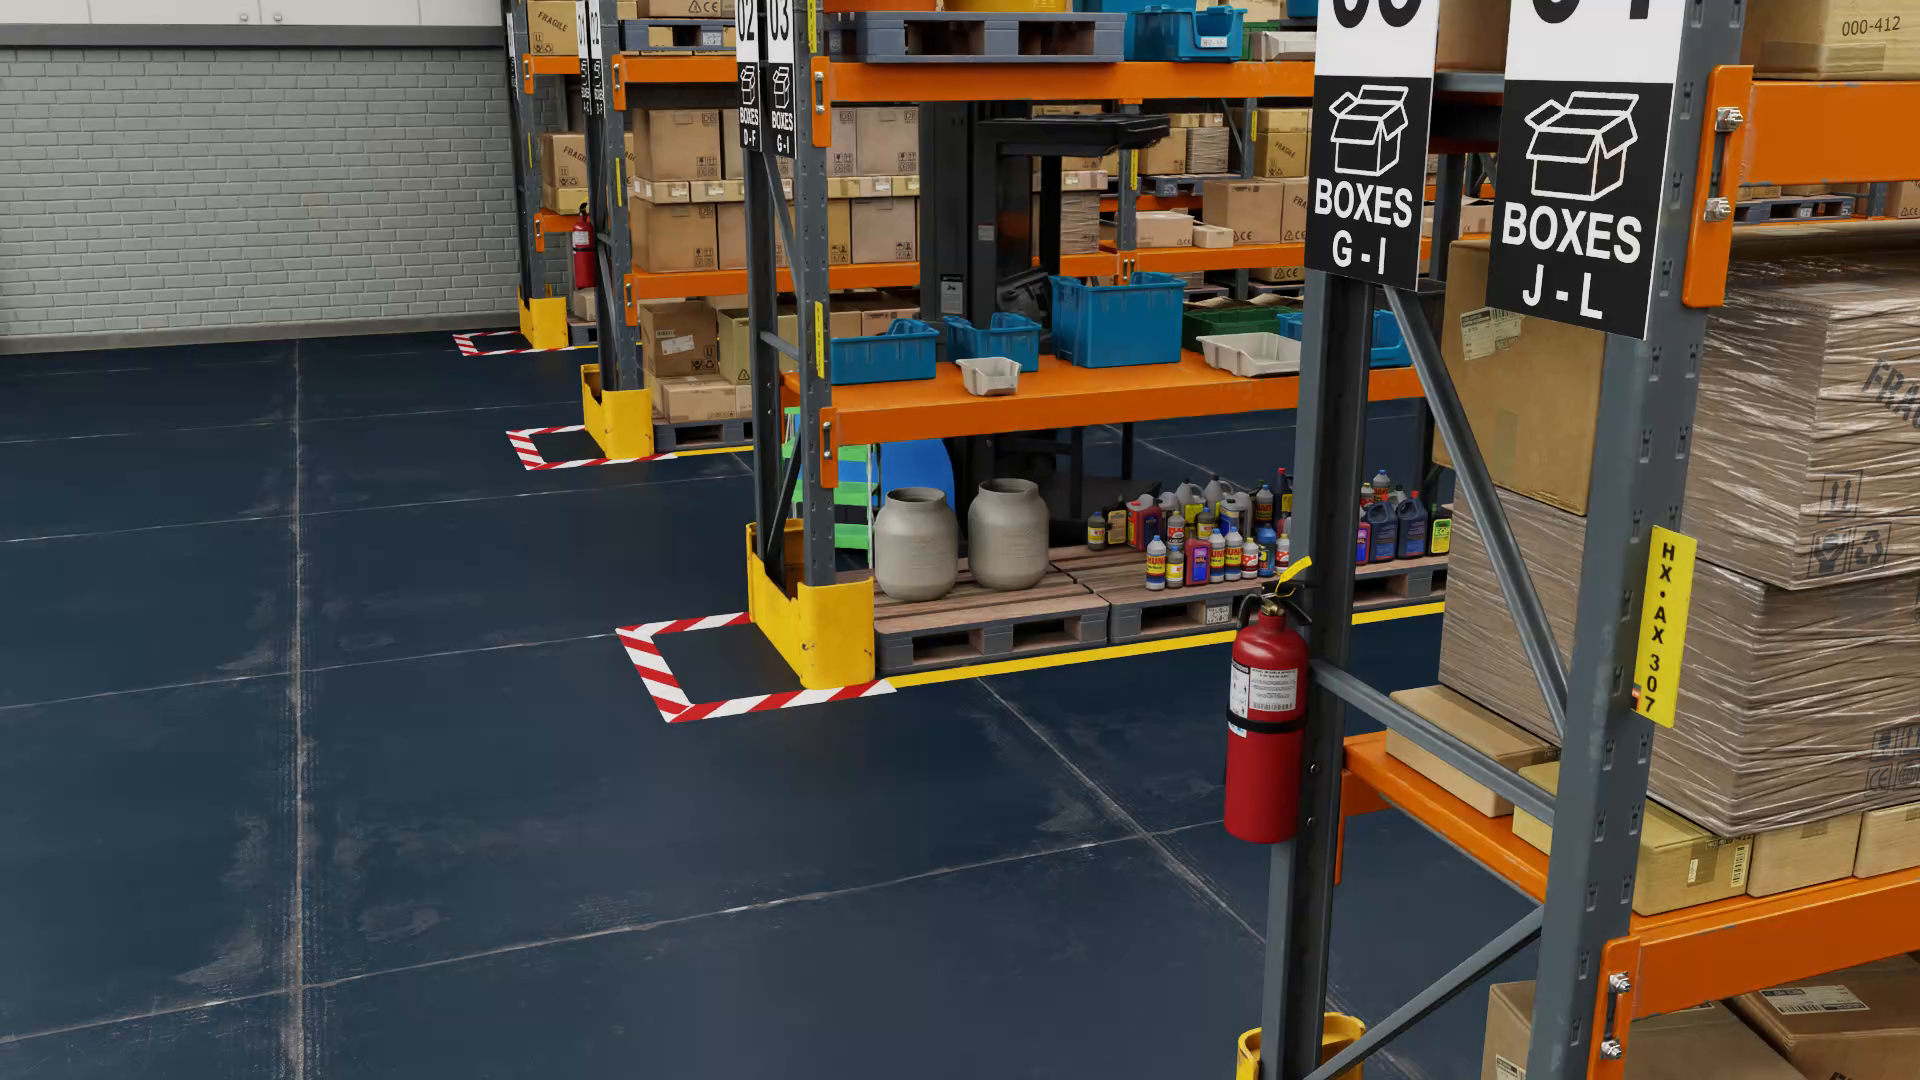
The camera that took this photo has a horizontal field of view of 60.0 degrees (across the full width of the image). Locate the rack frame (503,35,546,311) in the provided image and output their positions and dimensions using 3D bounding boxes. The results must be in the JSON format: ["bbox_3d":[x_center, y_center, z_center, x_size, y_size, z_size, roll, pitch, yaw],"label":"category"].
[{"bbox_3d":[-4.351,-3.494,16.673,0.127,3.000,1.000,-6,17,-20],"label":"rack frame"}]

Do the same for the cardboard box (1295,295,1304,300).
[{"bbox_3d":[3.336,-2.067,14.954,0.500,0.311,0.500,-7,18,-22],"label":"cardboard box"}]

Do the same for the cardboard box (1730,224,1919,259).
[{"bbox_3d":[1.856,-0.427,3.749,0.500,0.500,0.500,-6,17,-20],"label":"cardboard box"}]

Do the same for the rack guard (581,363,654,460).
[{"bbox_3d":[-2.598,-0.989,12.580,0.348,0.500,1.175,-6,17,-20],"label":"rack guard"}]

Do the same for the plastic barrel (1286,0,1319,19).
[{"bbox_3d":[1.961,-3.100,8.371,0.708,0.901,0.600,-6,17,-20],"label":"plastic barrel"}]

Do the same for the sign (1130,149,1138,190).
[{"bbox_3d":[1.360,-2.902,12.979,0.005,0.325,0.100,-6,17,-20],"label":"sign"}]

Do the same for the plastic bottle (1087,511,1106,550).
[{"bbox_3d":[0.752,-0.056,9.152,0.097,0.201,0.097,0,16,0],"label":"plastic bottle"}]

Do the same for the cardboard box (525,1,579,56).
[{"bbox_3d":[-3.950,-4.959,16.124,0.500,0.500,0.500,-6,17,-19],"label":"cardboard box"}]

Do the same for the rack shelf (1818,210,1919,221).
[{"bbox_3d":[10.498,-3.257,17.144,4.000,0.370,1.077,-6,17,-20],"label":"rack shelf"}]

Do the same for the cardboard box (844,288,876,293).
[{"bbox_3d":[-1.105,-2.687,18.173,0.250,0.166,0.380,-9,18,-27],"label":"cardboard box"}]

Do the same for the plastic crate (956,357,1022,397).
[{"bbox_3d":[0.144,-0.766,7.853,0.250,0.136,0.298,-6,17,-20],"label":"plastic crate"}]

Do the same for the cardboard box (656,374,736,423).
[{"bbox_3d":[-1.995,-1.069,12.549,0.500,0.250,0.500,-6,17,-20],"label":"cardboard box"}]

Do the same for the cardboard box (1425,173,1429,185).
[{"bbox_3d":[5.438,-4.368,20.059,0.250,0.149,0.380,-7,18,-22],"label":"cardboard box"}]

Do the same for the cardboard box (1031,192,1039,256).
[{"bbox_3d":[0.257,-2.541,13.250,0.500,0.500,0.700,-6,18,-21],"label":"cardboard box"}]

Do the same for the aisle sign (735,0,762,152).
[{"bbox_3d":[-0.980,-2.206,7.672,0.004,0.787,0.394,-6,17,-20],"label":"aisle sign"}]

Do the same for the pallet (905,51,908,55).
[{"bbox_3d":[-0.002,-5.281,17.766,1.003,0.211,1.213,-6,17,-20],"label":"pallet"}]

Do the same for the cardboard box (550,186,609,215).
[{"bbox_3d":[-3.782,-3.397,16.574,0.500,0.250,0.500,-7,18,-22],"label":"cardboard box"}]

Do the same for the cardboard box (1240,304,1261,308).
[{"bbox_3d":[2.587,-1.823,14.123,0.500,0.311,0.500,-7,18,-22],"label":"cardboard box"}]

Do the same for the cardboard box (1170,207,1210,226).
[{"bbox_3d":[1.915,-2.667,14.094,0.258,0.266,0.396,-7,18,-21],"label":"cardboard box"}]

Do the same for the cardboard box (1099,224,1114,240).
[{"bbox_3d":[1.432,-3.492,18.989,0.500,0.250,0.500,-6,17,-20],"label":"cardboard box"}]

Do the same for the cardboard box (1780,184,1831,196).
[{"bbox_3d":[8.108,-3.661,16.320,0.500,0.500,0.700,-14,21,-39],"label":"cardboard box"}]

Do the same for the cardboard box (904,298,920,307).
[{"bbox_3d":[-0.132,-1.633,13.140,0.500,0.500,0.500,-6,17,-20],"label":"cardboard box"}]

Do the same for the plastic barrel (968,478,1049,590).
[{"bbox_3d":[0.249,-0.032,8.554,0.421,0.512,0.421,0,16,0],"label":"plastic barrel"}]

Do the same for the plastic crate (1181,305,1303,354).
[{"bbox_3d":[1.560,-1.126,8.986,0.662,0.188,0.450,-6,17,-20],"label":"plastic crate"}]

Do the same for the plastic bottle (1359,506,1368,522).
[{"bbox_3d":[2.175,-0.071,9.070,0.135,0.276,0.152,-6,17,-20],"label":"plastic bottle"}]

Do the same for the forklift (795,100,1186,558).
[{"bbox_3d":[0.582,-1.338,9.454,3.031,2.935,1.130,7,18,21],"label":"forklift"}]

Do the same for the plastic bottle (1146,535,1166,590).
[{"bbox_3d":[0.998,0.110,8.462,0.097,0.271,0.097,0,16,0],"label":"plastic bottle"}]

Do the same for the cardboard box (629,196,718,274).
[{"bbox_3d":[-2.135,-2.283,12.370,0.500,0.500,0.700,-6,17,-20],"label":"cardboard box"}]

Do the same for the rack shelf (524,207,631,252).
[{"bbox_3d":[-2.484,-3.350,17.461,4.000,0.370,1.077,-6,17,-20],"label":"rack shelf"}]

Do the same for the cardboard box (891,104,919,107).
[{"bbox_3d":[-0.192,-3.117,12.908,0.500,0.500,0.700,-6,17,-20],"label":"cardboard box"}]

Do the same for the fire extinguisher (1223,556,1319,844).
[{"bbox_3d":[0.694,0.343,3.743,0.183,0.674,0.296,-6,17,-20],"label":"fire extinguisher"}]

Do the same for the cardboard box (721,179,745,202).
[{"bbox_3d":[-1.653,-2.585,12.249,0.250,0.149,0.380,-6,17,-20],"label":"cardboard box"}]

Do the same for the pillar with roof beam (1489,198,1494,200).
[{"bbox_3d":[8.739,-6.748,17.106,0.400,9.000,9.100,-6,17,-20],"label":"pillar with roof beam"}]

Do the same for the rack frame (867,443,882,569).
[{"bbox_3d":[-0.455,-0.274,8.903,0.015,1.200,0.240,3,17,11],"label":"rack frame"}]

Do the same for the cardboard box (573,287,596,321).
[{"bbox_3d":[-3.673,-2.461,17.146,0.500,0.311,0.500,-8,18,-26],"label":"cardboard box"}]

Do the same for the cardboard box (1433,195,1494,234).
[{"bbox_3d":[4.540,-2.930,14.909,0.500,0.311,0.500,-5,17,-17],"label":"cardboard box"}]

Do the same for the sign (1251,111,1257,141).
[{"bbox_3d":[3.322,-4.676,18.784,0.005,0.325,0.100,-6,17,-20],"label":"sign"}]

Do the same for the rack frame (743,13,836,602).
[{"bbox_3d":[-0.807,-0.887,7.796,0.127,3.000,1.000,-6,17,-20],"label":"rack frame"}]

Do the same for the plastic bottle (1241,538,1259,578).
[{"bbox_3d":[1.504,0.089,8.658,0.097,0.201,0.097,0,16,0],"label":"plastic bottle"}]

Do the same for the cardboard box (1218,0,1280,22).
[{"bbox_3d":[2.250,-4.279,13.542,0.500,0.250,0.500,-8,18,-25],"label":"cardboard box"}]

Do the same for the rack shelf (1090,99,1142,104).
[{"bbox_3d":[3.027,-3.890,13.974,4.000,0.370,1.077,-6,17,-20],"label":"rack shelf"}]

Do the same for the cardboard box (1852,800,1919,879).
[{"bbox_3d":[1.796,0.529,3.419,0.250,0.149,0.380,-6,17,-20],"label":"cardboard box"}]

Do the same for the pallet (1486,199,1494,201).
[{"bbox_3d":[5.503,-2.992,15.305,1.003,0.211,1.213,-6,17,-20],"label":"pallet"}]

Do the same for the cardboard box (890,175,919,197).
[{"bbox_3d":[-0.451,-2.715,12.690,0.250,0.149,0.380,-6,17,-18],"label":"cardboard box"}]

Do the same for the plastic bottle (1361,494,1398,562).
[{"bbox_3d":[2.251,-0.071,8.936,0.185,0.351,0.144,-7,18,-23],"label":"plastic bottle"}]

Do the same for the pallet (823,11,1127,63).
[{"bbox_3d":[0.001,-2.294,7.597,1.213,0.211,1.003,-6,17,-20],"label":"pallet"}]

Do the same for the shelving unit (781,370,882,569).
[{"bbox_3d":[-0.693,-0.289,8.951,0.503,1.200,0.258,3,17,11],"label":"shelving unit"}]

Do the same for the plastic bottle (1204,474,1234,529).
[{"bbox_3d":[1.453,-0.197,9.365,0.185,0.351,0.144,-6,18,-21],"label":"plastic bottle"}]

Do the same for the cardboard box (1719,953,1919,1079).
[{"bbox_3d":[2.101,1.286,4.087,0.500,0.500,0.500,-2,16,-6],"label":"cardboard box"}]

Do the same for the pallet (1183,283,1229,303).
[{"bbox_3d":[2.389,-2.884,19.545,1.213,0.211,1.003,-6,17,-20],"label":"pallet"}]

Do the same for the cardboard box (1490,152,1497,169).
[{"bbox_3d":[6.513,-4.791,20.349,0.500,0.500,0.500,-6,18,-21],"label":"cardboard box"}]

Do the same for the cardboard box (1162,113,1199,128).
[{"bbox_3d":[2.512,-4.792,18.983,0.250,0.149,0.380,-9,19,-29],"label":"cardboard box"}]

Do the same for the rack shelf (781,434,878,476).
[{"bbox_3d":[-0.693,-0.458,8.902,0.480,0.148,0.258,3,17,11],"label":"rack shelf"}]
